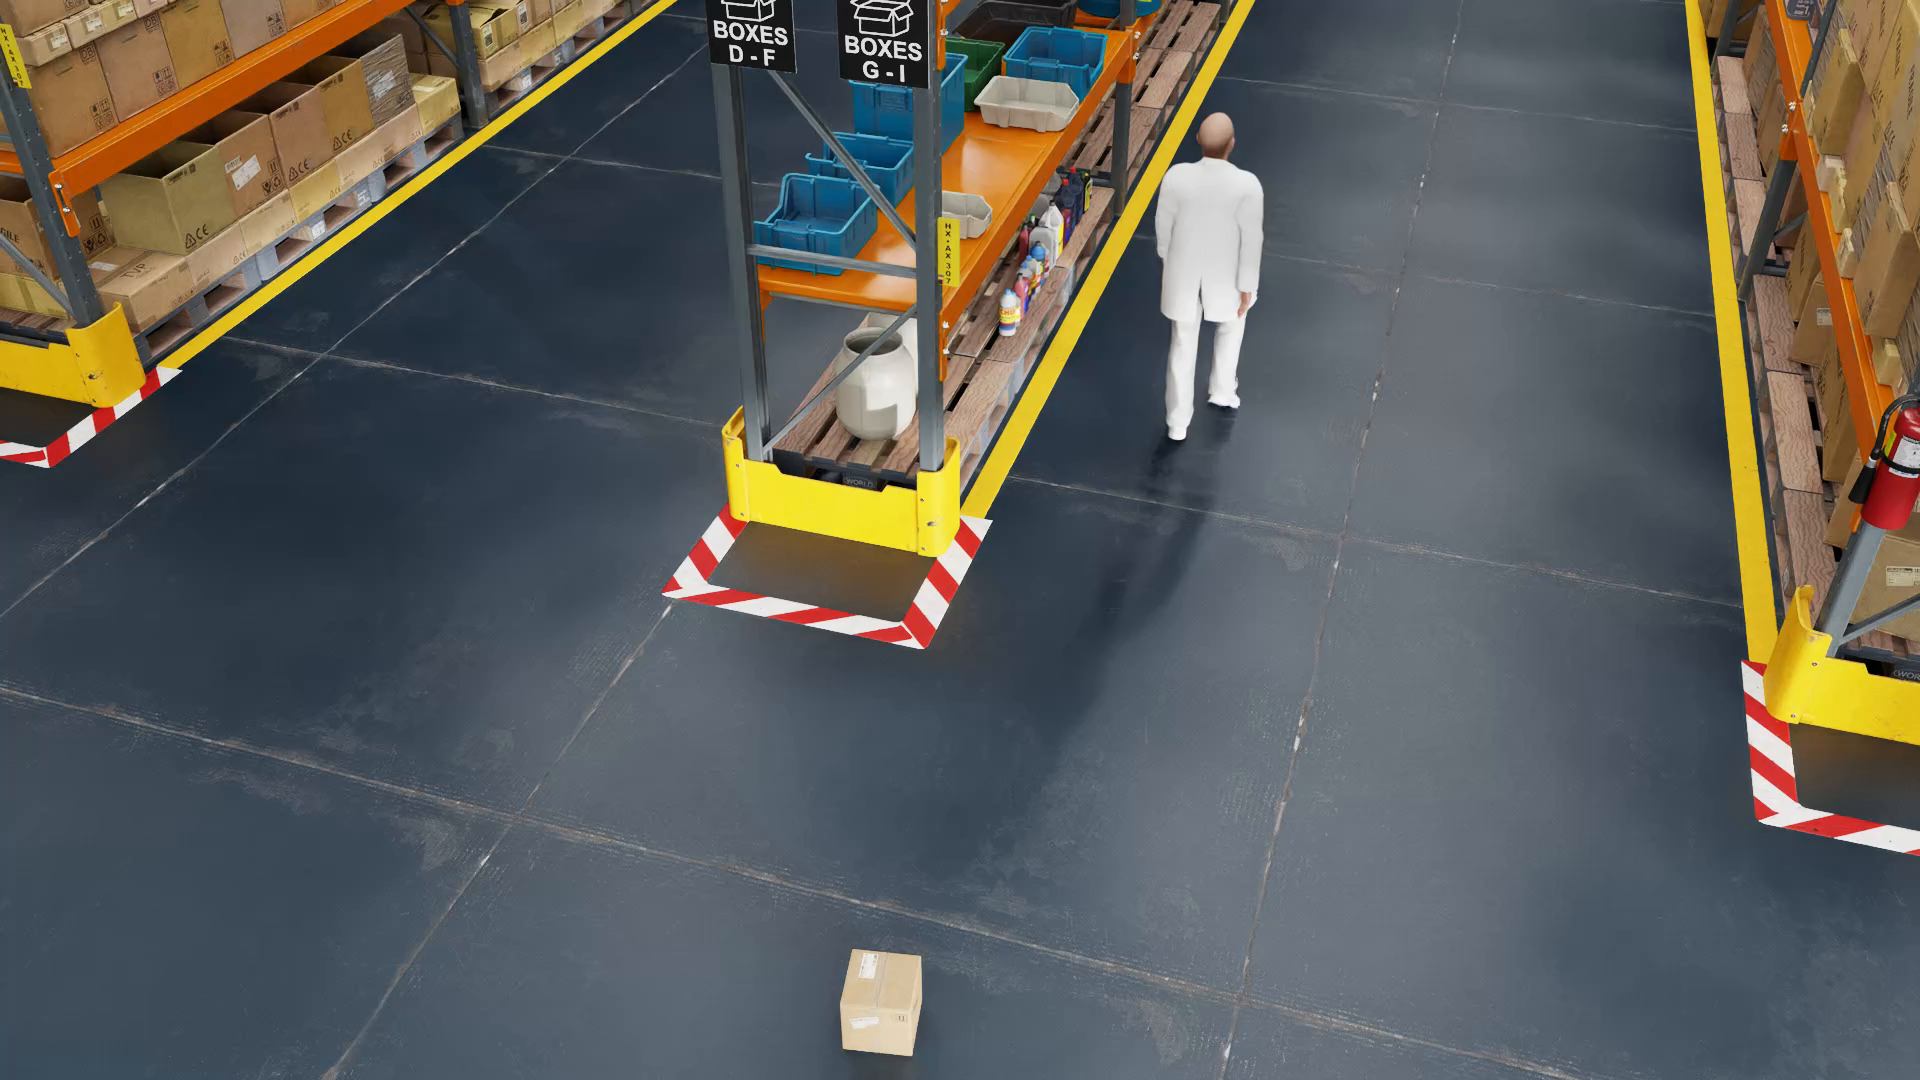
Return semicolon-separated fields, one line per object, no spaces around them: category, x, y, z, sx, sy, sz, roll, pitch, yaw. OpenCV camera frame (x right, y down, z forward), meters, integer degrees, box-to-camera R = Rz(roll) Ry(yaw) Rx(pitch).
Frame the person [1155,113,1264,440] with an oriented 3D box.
person;1.300;-1.382;8.802;0.586;1.855;0.664;10;38;13
